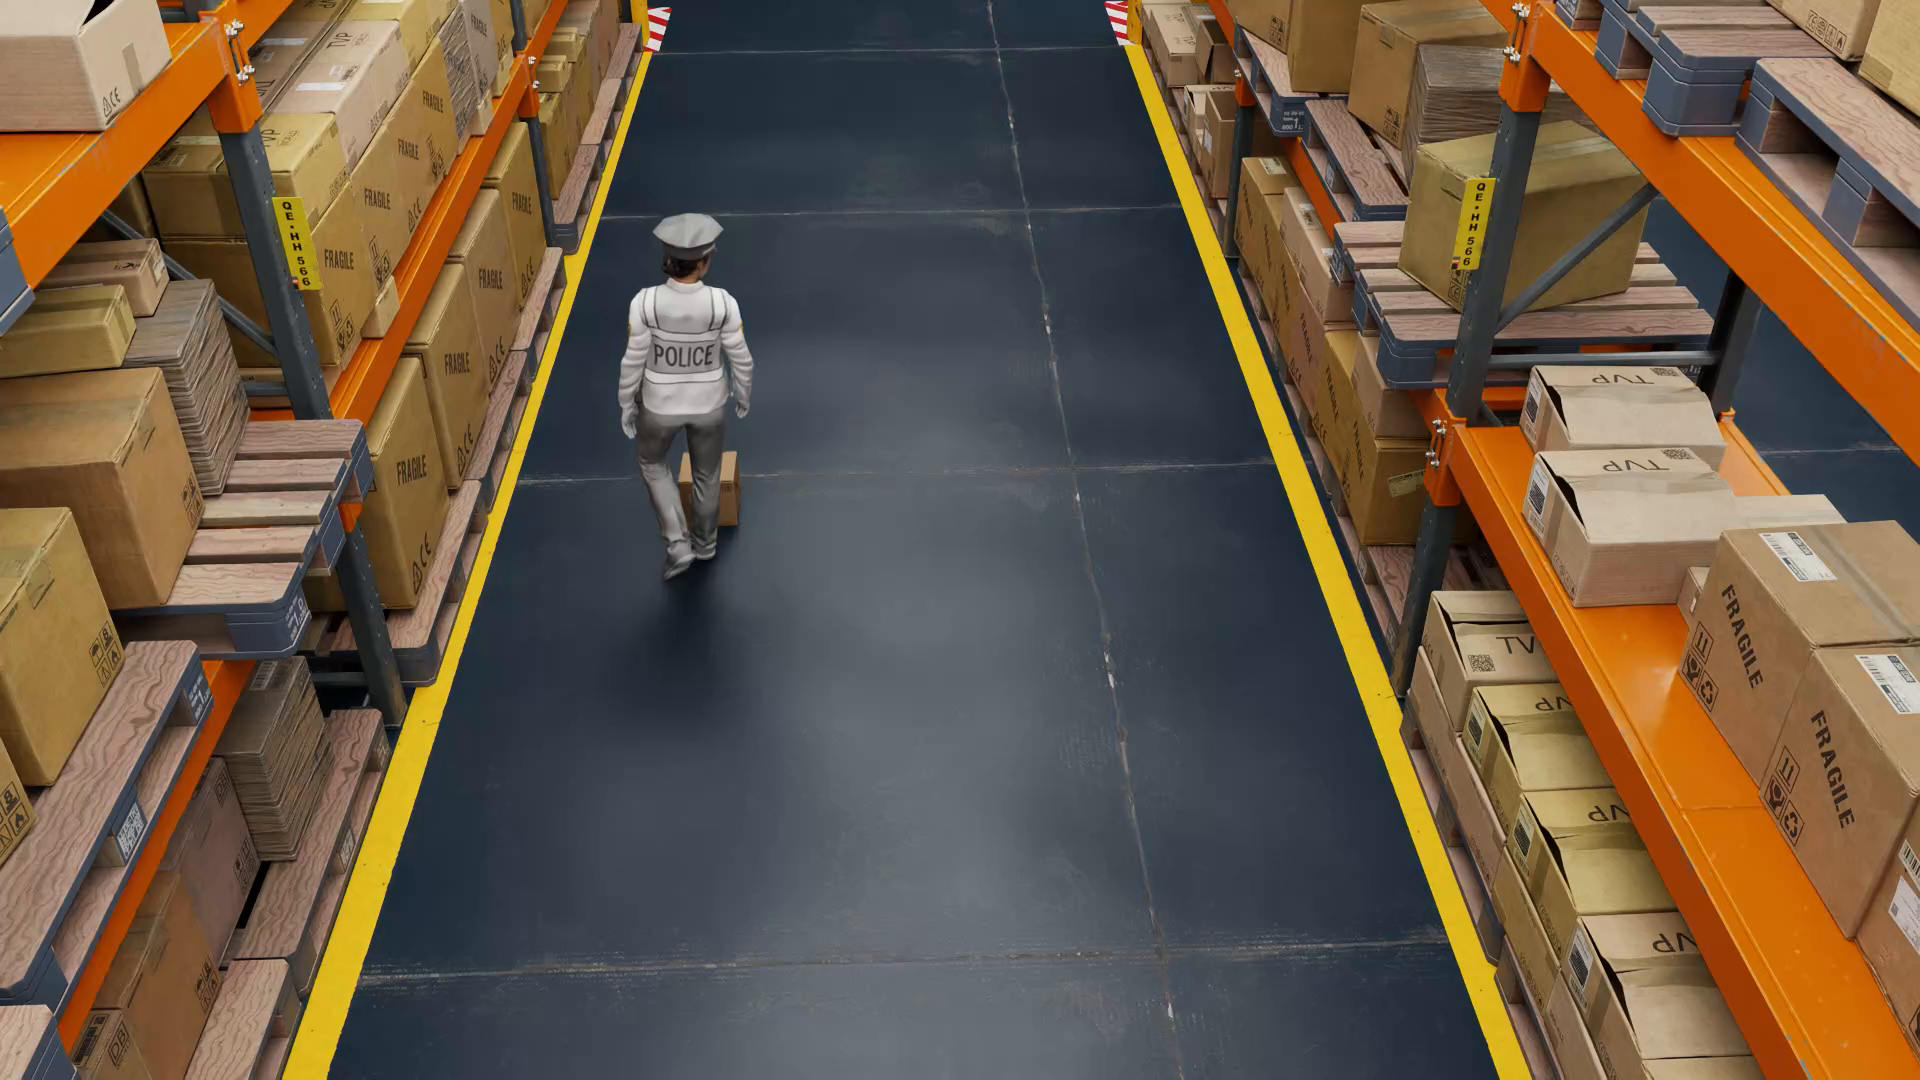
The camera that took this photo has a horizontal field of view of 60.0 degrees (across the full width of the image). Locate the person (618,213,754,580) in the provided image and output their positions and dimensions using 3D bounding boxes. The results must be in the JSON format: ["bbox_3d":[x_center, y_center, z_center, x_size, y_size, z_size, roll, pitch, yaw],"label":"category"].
[{"bbox_3d":[-1.142,-0.584,6.955,0.558,1.668,0.518,-8,36,-11],"label":"person"}]
